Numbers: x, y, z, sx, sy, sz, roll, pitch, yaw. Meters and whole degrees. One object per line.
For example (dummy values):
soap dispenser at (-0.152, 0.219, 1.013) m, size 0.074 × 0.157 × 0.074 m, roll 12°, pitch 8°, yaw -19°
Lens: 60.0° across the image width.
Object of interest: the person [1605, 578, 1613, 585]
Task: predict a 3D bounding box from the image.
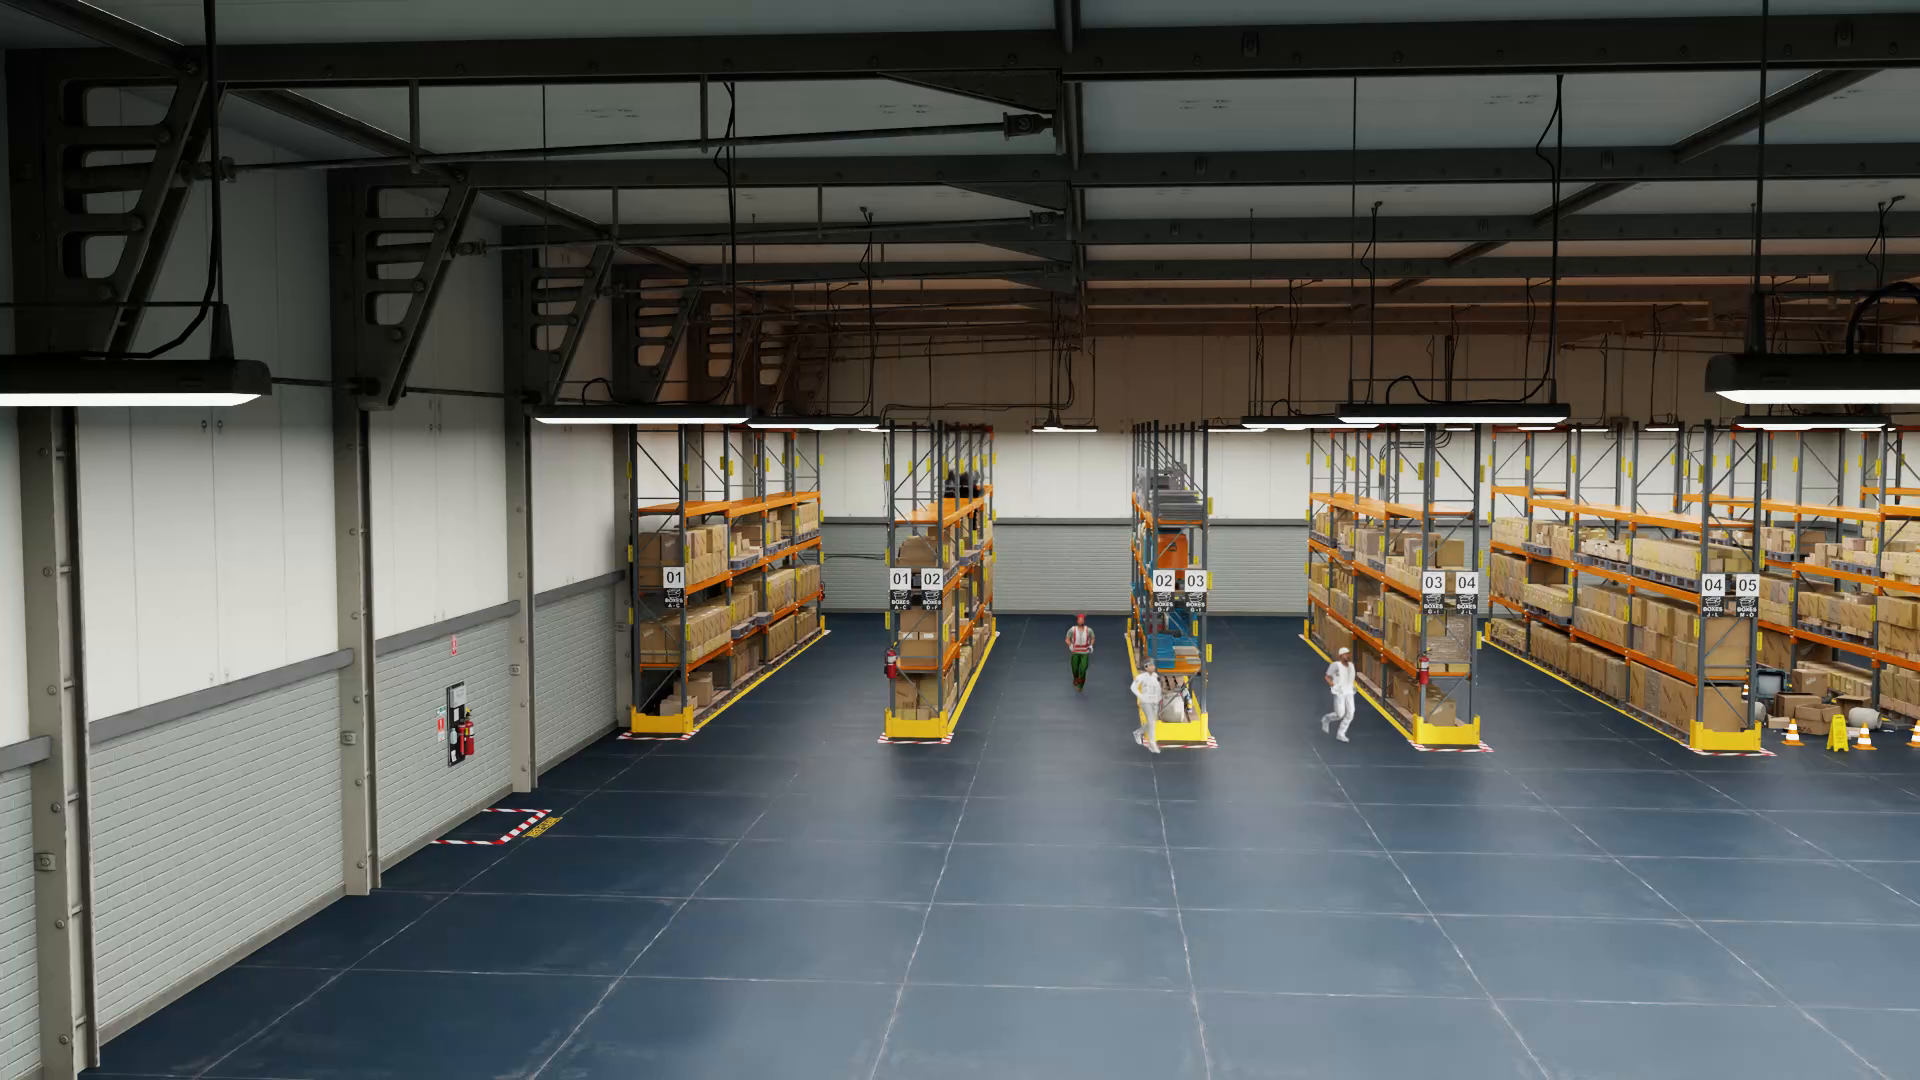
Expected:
person at (18.490, 1.860, 47.378) m, size 0.799 × 1.777 × 0.632 m, roll 1°, pitch 4°, yaw 9°

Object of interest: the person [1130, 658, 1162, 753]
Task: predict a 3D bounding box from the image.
person at (3.426, 2.991, 30.233) m, size 0.667 × 1.710 × 0.732 m, roll -2°, pitch 4°, yaw -32°

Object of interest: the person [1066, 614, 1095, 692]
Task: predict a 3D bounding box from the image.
person at (2.681, 2.510, 36.998) m, size 0.643 × 1.745 × 0.599 m, roll 0°, pitch 4°, yaw 2°

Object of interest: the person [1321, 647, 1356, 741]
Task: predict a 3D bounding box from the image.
person at (7.171, 2.881, 31.293) m, size 0.707 × 1.739 × 0.657 m, roll -2°, pitch 4°, yaw -26°
